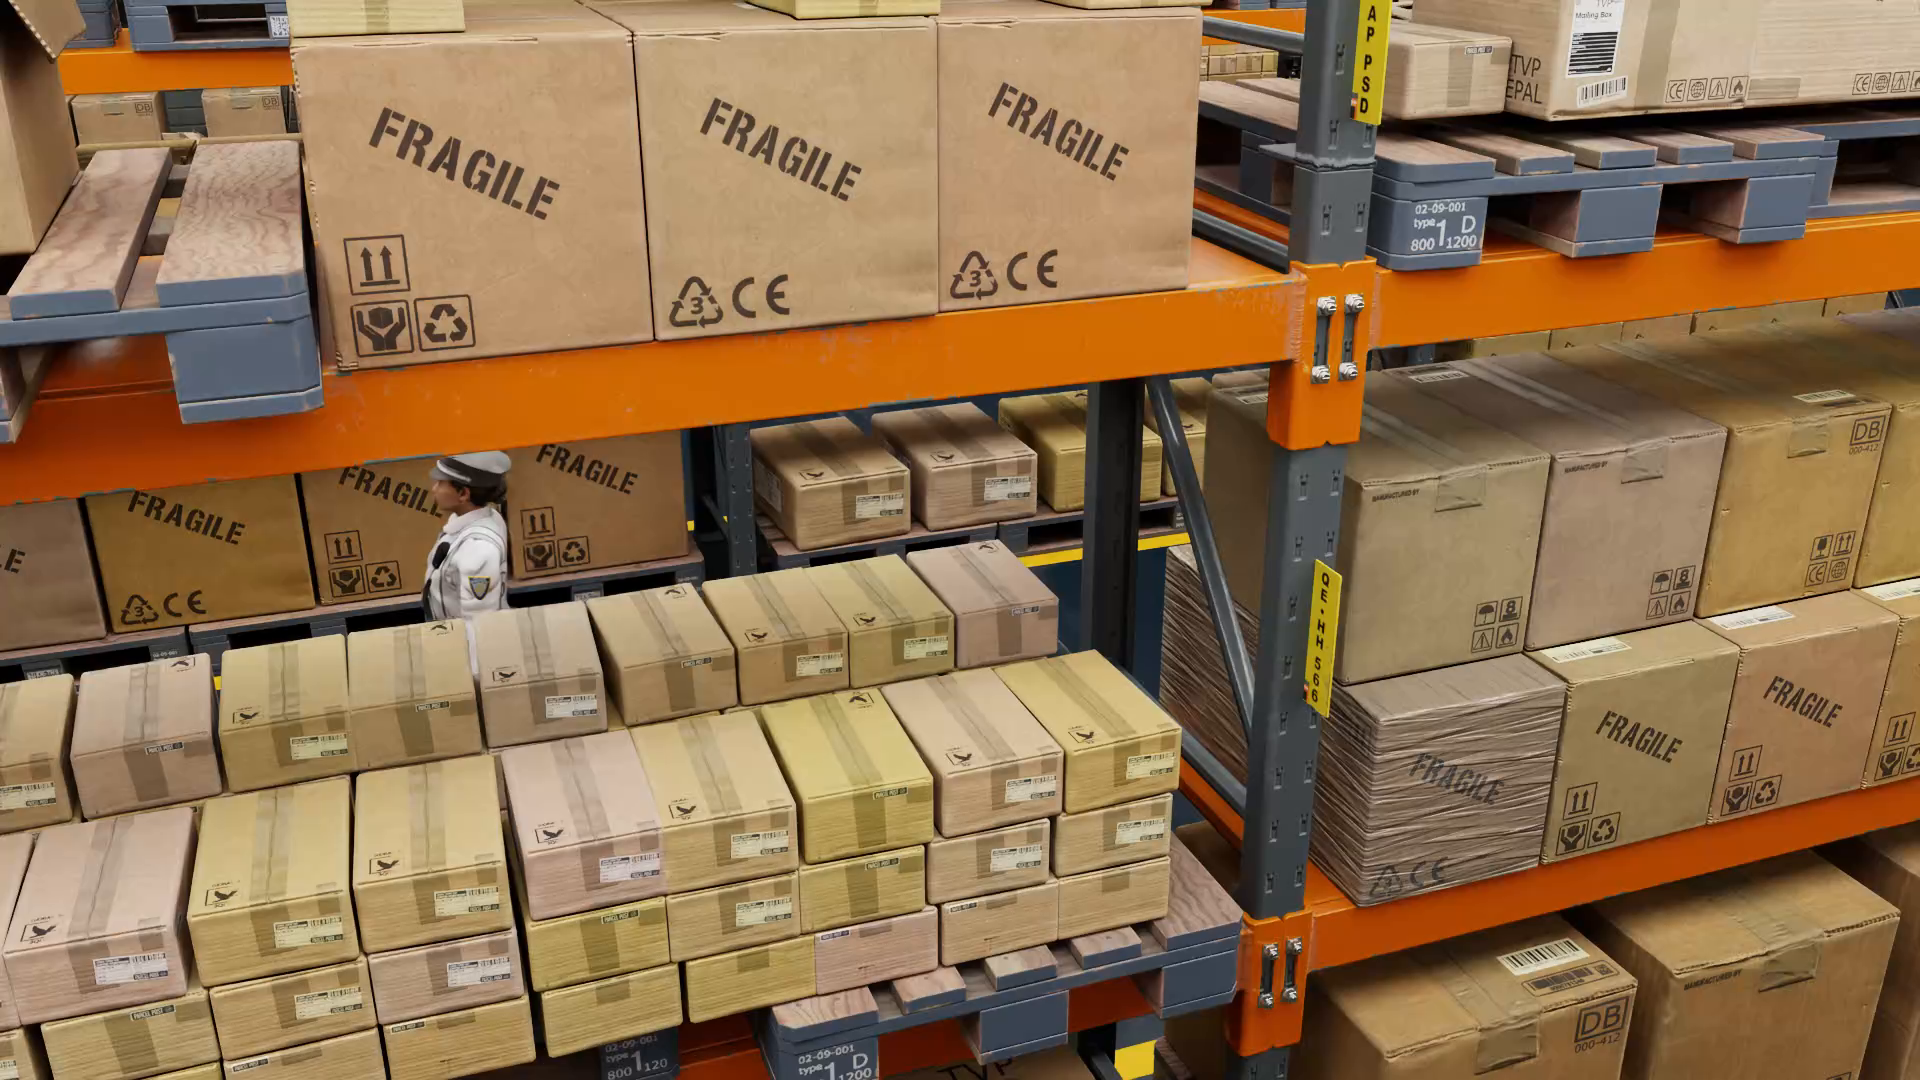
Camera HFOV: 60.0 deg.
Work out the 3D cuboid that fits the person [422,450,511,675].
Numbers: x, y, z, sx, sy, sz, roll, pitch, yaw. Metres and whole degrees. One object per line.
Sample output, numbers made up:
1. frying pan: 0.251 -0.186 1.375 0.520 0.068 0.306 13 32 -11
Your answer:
1. person: -1.691 0.430 5.965 0.577 1.677 0.493 -6 24 -15
